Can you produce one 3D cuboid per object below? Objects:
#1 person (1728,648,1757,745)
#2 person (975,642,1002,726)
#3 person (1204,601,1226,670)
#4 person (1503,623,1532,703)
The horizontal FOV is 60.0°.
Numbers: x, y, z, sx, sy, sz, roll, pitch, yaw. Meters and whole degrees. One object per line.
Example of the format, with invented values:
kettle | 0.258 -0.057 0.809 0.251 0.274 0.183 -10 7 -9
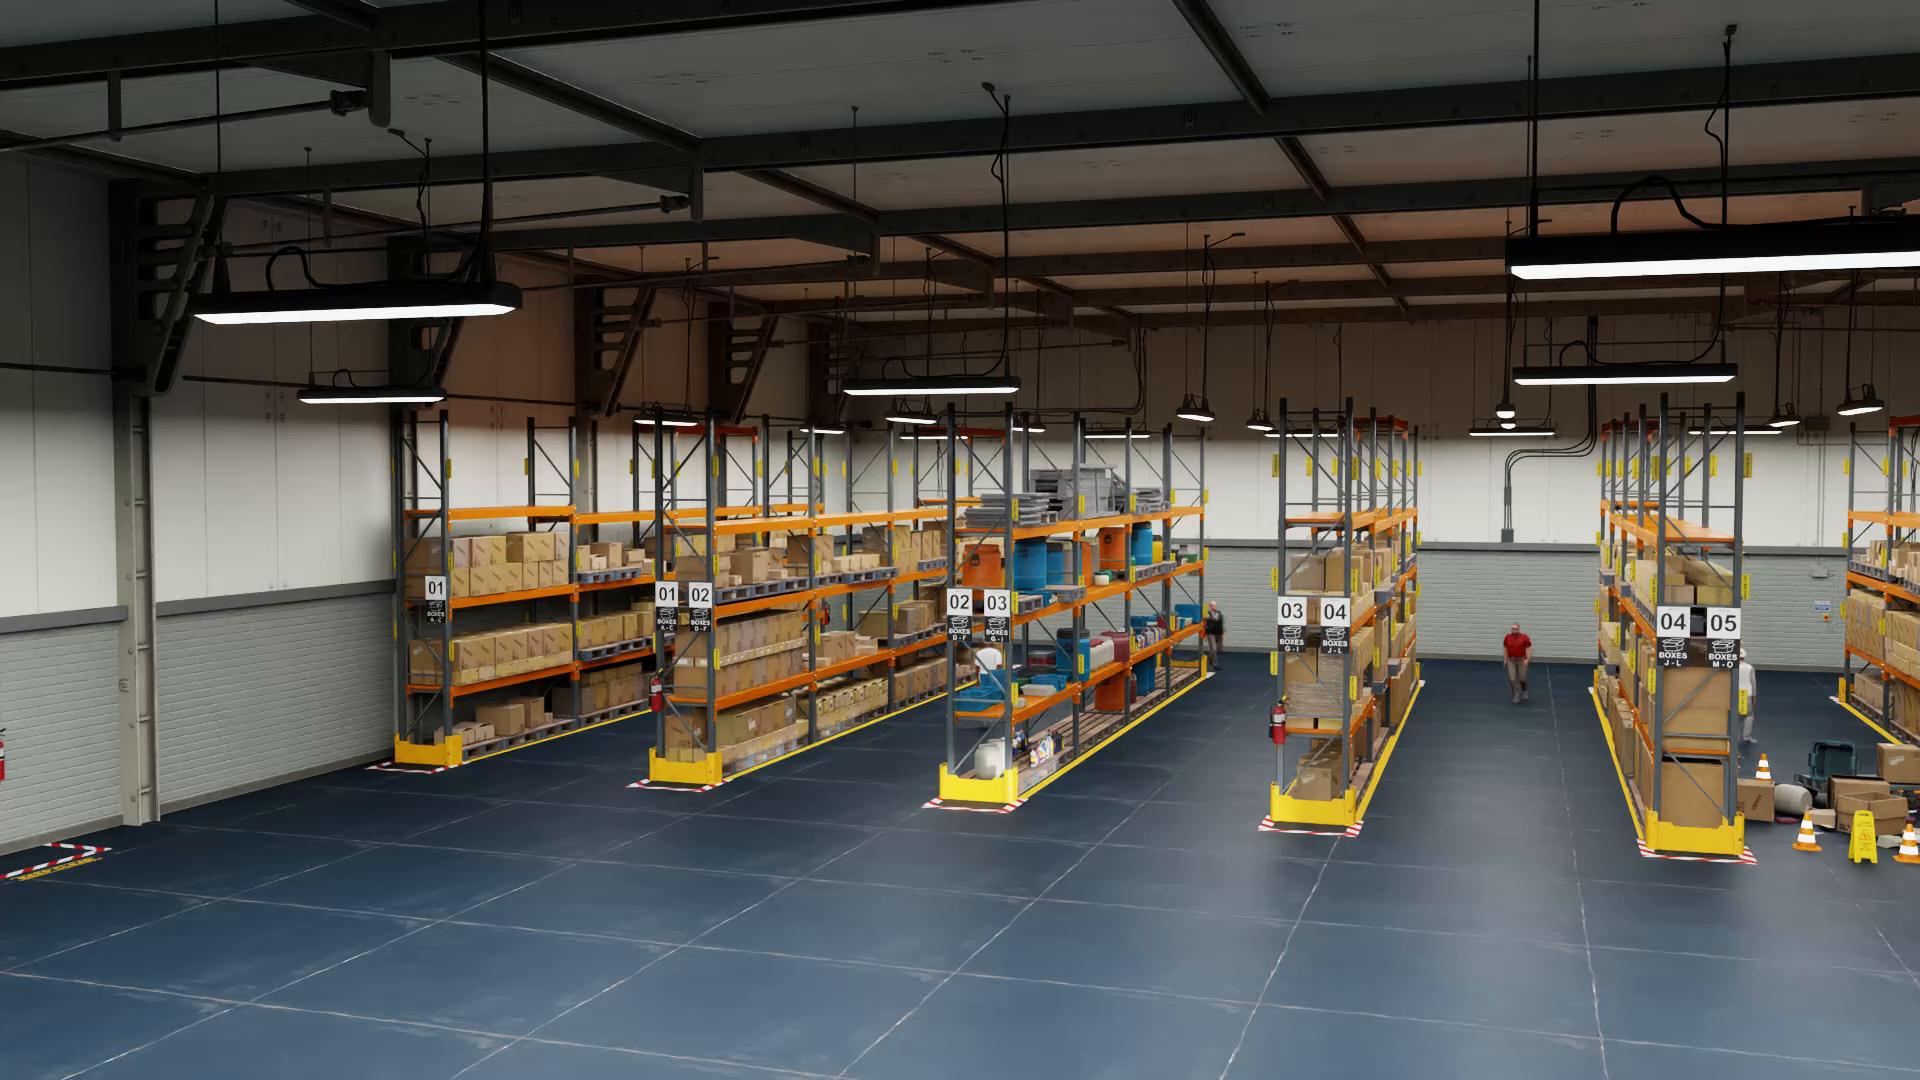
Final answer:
person | 14.126 2.832 30.131 0.565 1.769 0.523 1 3 17
person | 0.573 2.729 32.355 0.609 1.754 0.489 1 3 29
person | 6.341 2.370 41.492 0.560 1.707 0.808 -1 3 -14
person | 12.010 2.623 35.775 0.598 1.707 0.632 1 3 29
